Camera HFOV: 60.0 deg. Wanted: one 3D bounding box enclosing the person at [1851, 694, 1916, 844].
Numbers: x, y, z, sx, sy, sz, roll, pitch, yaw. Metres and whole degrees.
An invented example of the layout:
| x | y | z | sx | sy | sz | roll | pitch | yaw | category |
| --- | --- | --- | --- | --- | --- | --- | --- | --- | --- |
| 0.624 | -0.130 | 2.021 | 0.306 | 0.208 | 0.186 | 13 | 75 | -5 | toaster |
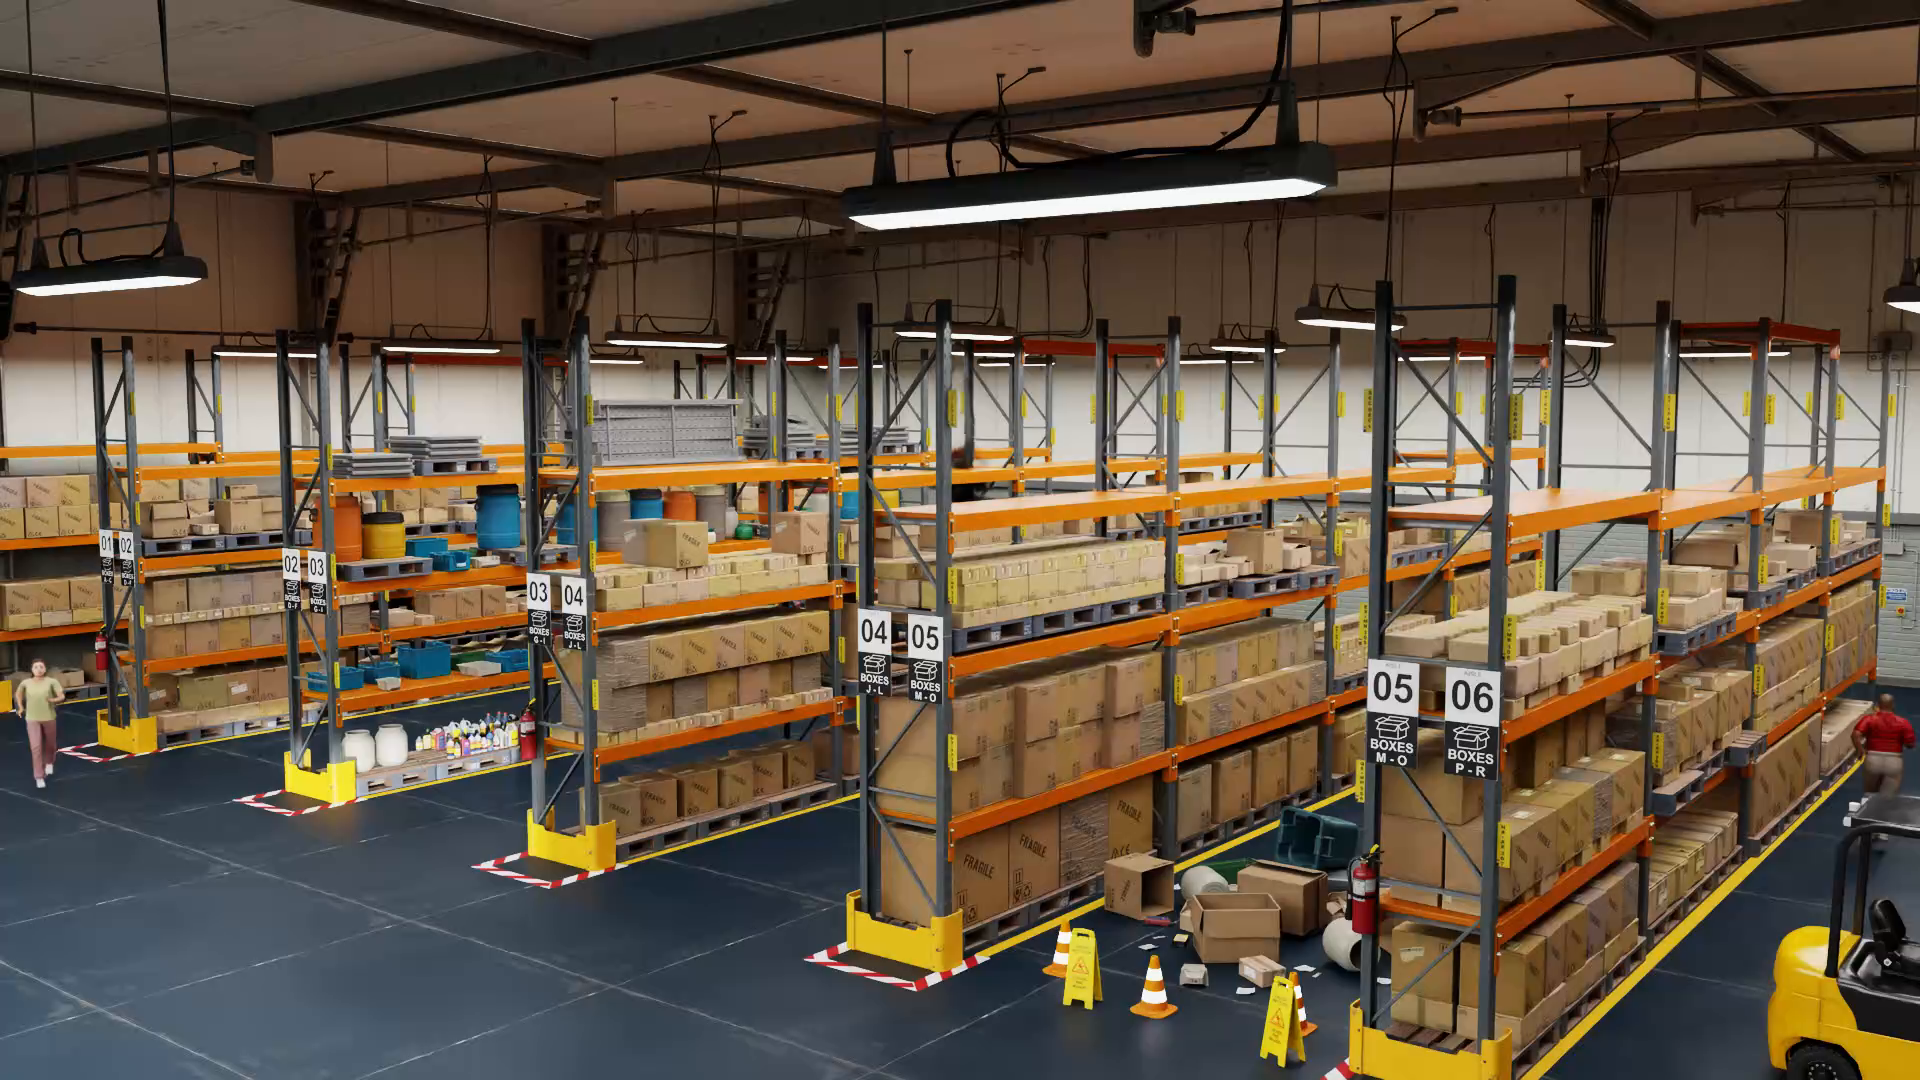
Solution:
| x | y | z | sx | sy | sz | roll | pitch | yaw | category |
| --- | --- | --- | --- | --- | --- | --- | --- | --- | --- |
| 10.587 | 2.645 | 19.078 | 0.642 | 1.787 | 0.763 | 3 | 6 | 33 | person |

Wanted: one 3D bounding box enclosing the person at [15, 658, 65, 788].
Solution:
| x | y | z | sx | sy | sz | roll | pitch | yaw | category |
| --- | --- | --- | --- | --- | --- | --- | --- | --- | --- |
| -12.187 | 2.390 | 22.061 | 0.576 | 1.650 | 0.970 | -3 | 6 | -30 | person |
